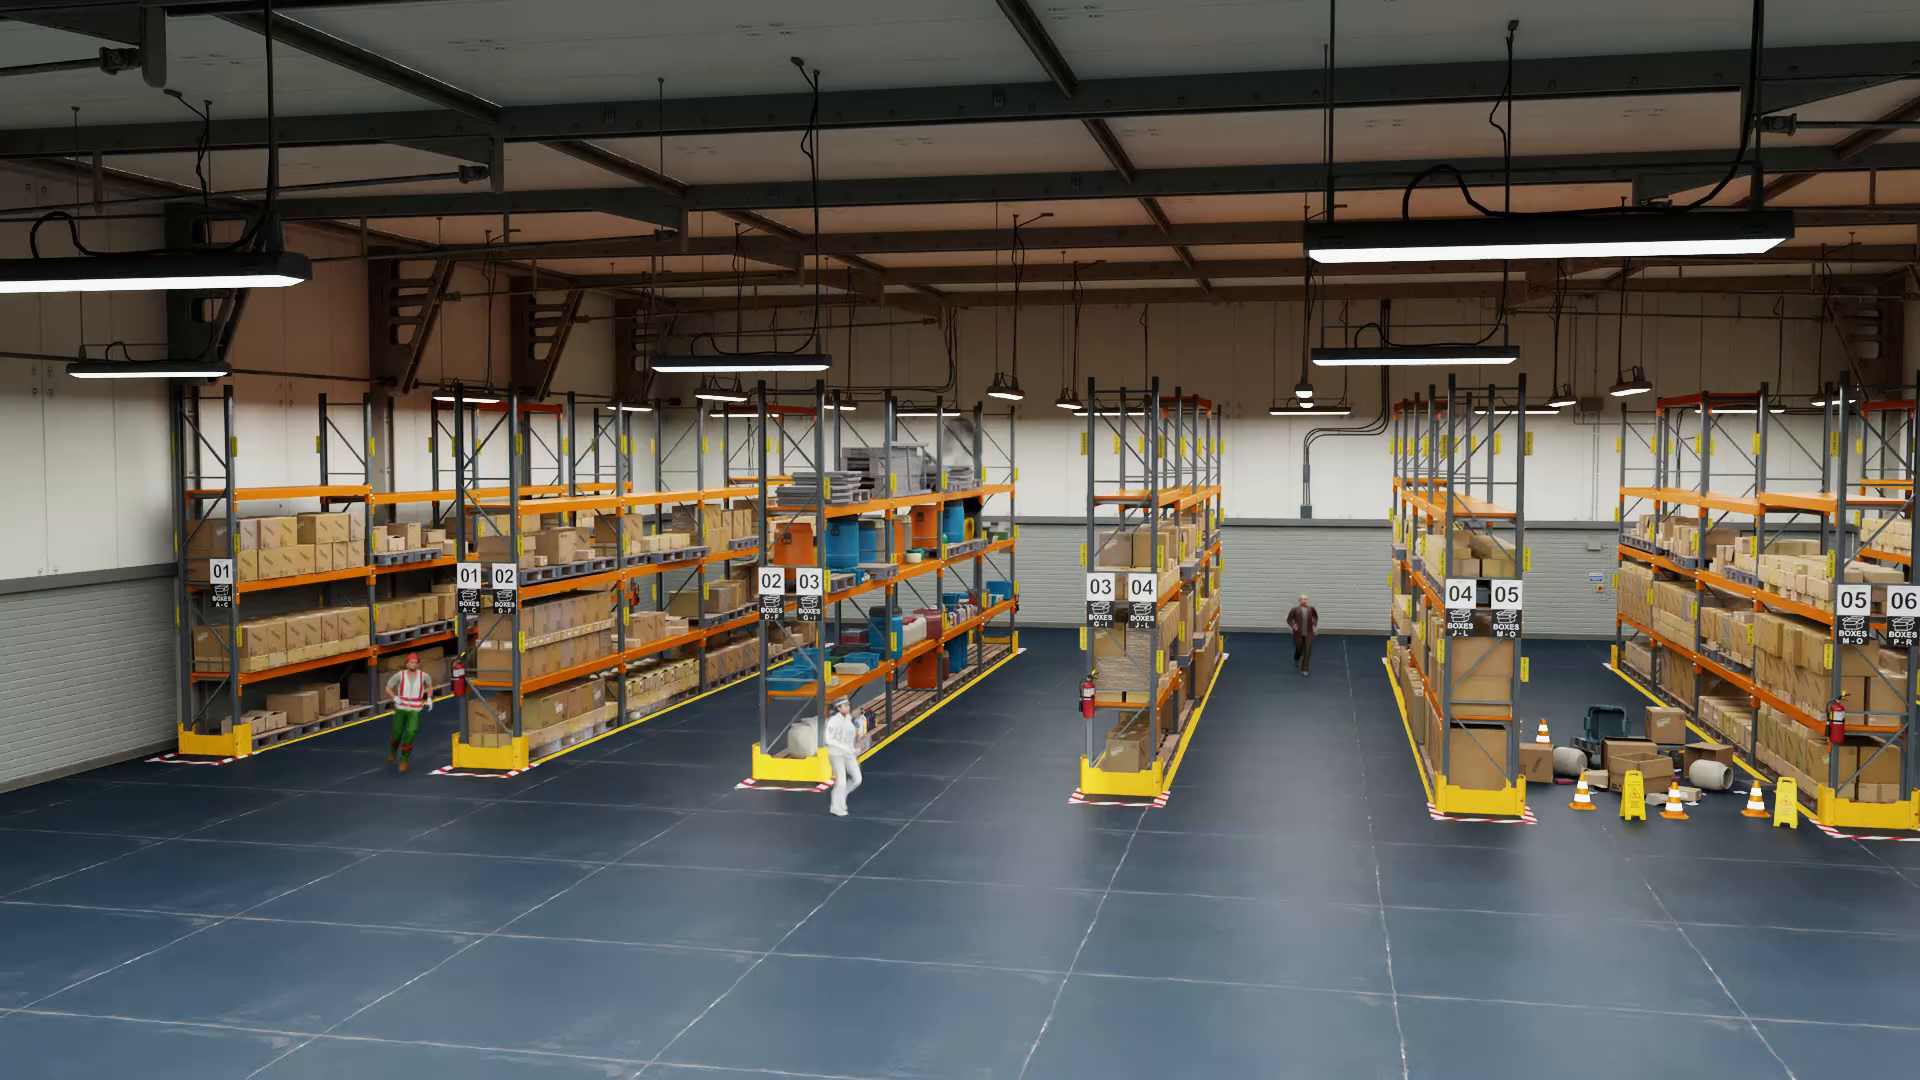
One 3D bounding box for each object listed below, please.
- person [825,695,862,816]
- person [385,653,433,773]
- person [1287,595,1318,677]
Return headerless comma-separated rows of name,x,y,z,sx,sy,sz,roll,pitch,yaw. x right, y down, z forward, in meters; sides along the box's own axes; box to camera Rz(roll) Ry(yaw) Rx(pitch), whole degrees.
person,-1.565,2.909,22.471,0.542,1.657,0.614,3,4,38
person,-8.580,2.656,25.902,0.719,1.782,0.936,-1,3,-19
person,7.554,2.083,36.602,0.712,1.764,0.918,0,3,2
